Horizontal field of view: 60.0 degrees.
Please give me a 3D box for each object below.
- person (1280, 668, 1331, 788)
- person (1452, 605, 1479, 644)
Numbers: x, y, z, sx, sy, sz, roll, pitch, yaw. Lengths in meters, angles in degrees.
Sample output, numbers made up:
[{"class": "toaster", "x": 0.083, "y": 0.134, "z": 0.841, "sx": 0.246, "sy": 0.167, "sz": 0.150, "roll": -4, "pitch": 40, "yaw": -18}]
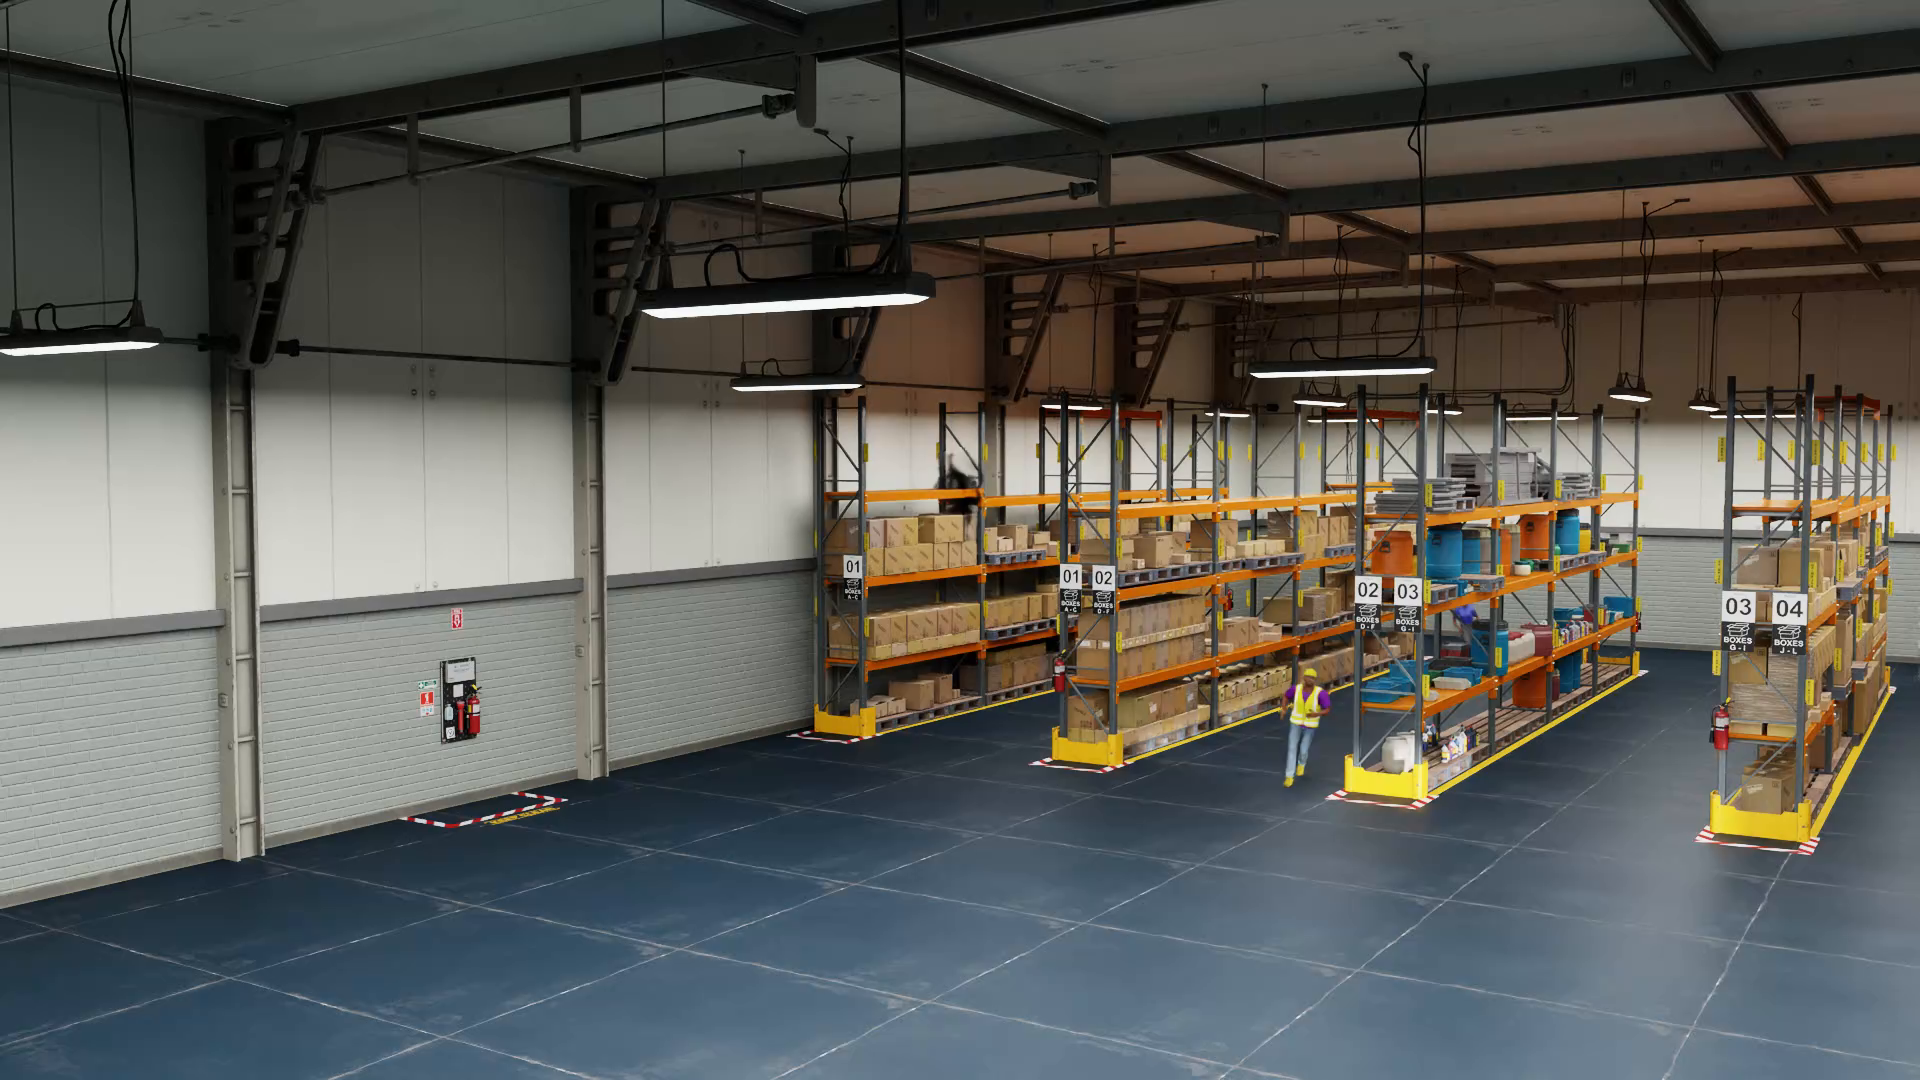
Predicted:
[{"class": "person", "x": 5.224, "y": 2.807, "z": 25.170, "sx": 0.748, "sy": 1.756, "sz": 0.949, "roll": 1, "pitch": 3, "yaw": 17}, {"class": "person", "x": 11.980, "y": 2.140, "z": 39.388, "sx": 0.609, "sy": 1.582, "sz": 0.474, "roll": 1, "pitch": 3, "yaw": 12}]
